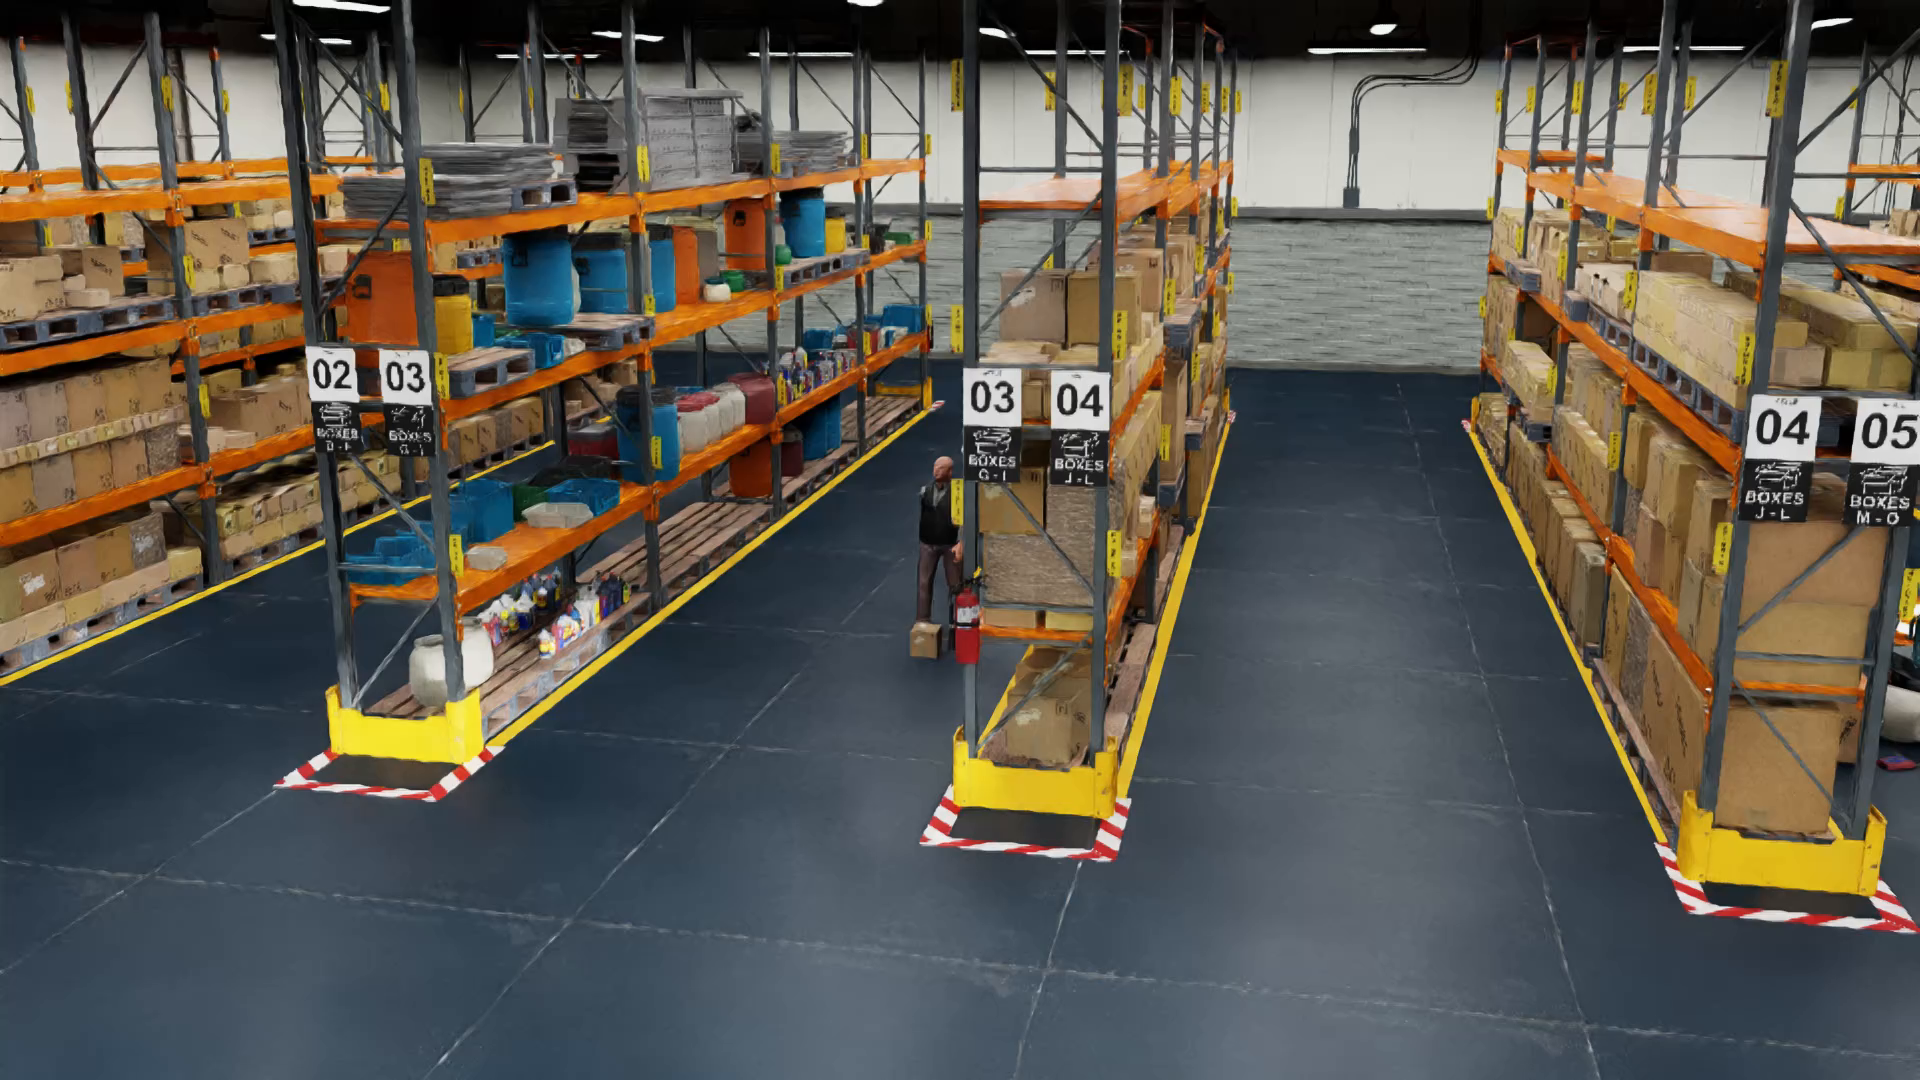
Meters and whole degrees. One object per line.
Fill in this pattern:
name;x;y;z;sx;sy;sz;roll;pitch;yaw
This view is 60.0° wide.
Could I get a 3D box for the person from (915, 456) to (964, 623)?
person;-0.186;0.059;15.850;0.537;1.695;0.882;5;15;19
